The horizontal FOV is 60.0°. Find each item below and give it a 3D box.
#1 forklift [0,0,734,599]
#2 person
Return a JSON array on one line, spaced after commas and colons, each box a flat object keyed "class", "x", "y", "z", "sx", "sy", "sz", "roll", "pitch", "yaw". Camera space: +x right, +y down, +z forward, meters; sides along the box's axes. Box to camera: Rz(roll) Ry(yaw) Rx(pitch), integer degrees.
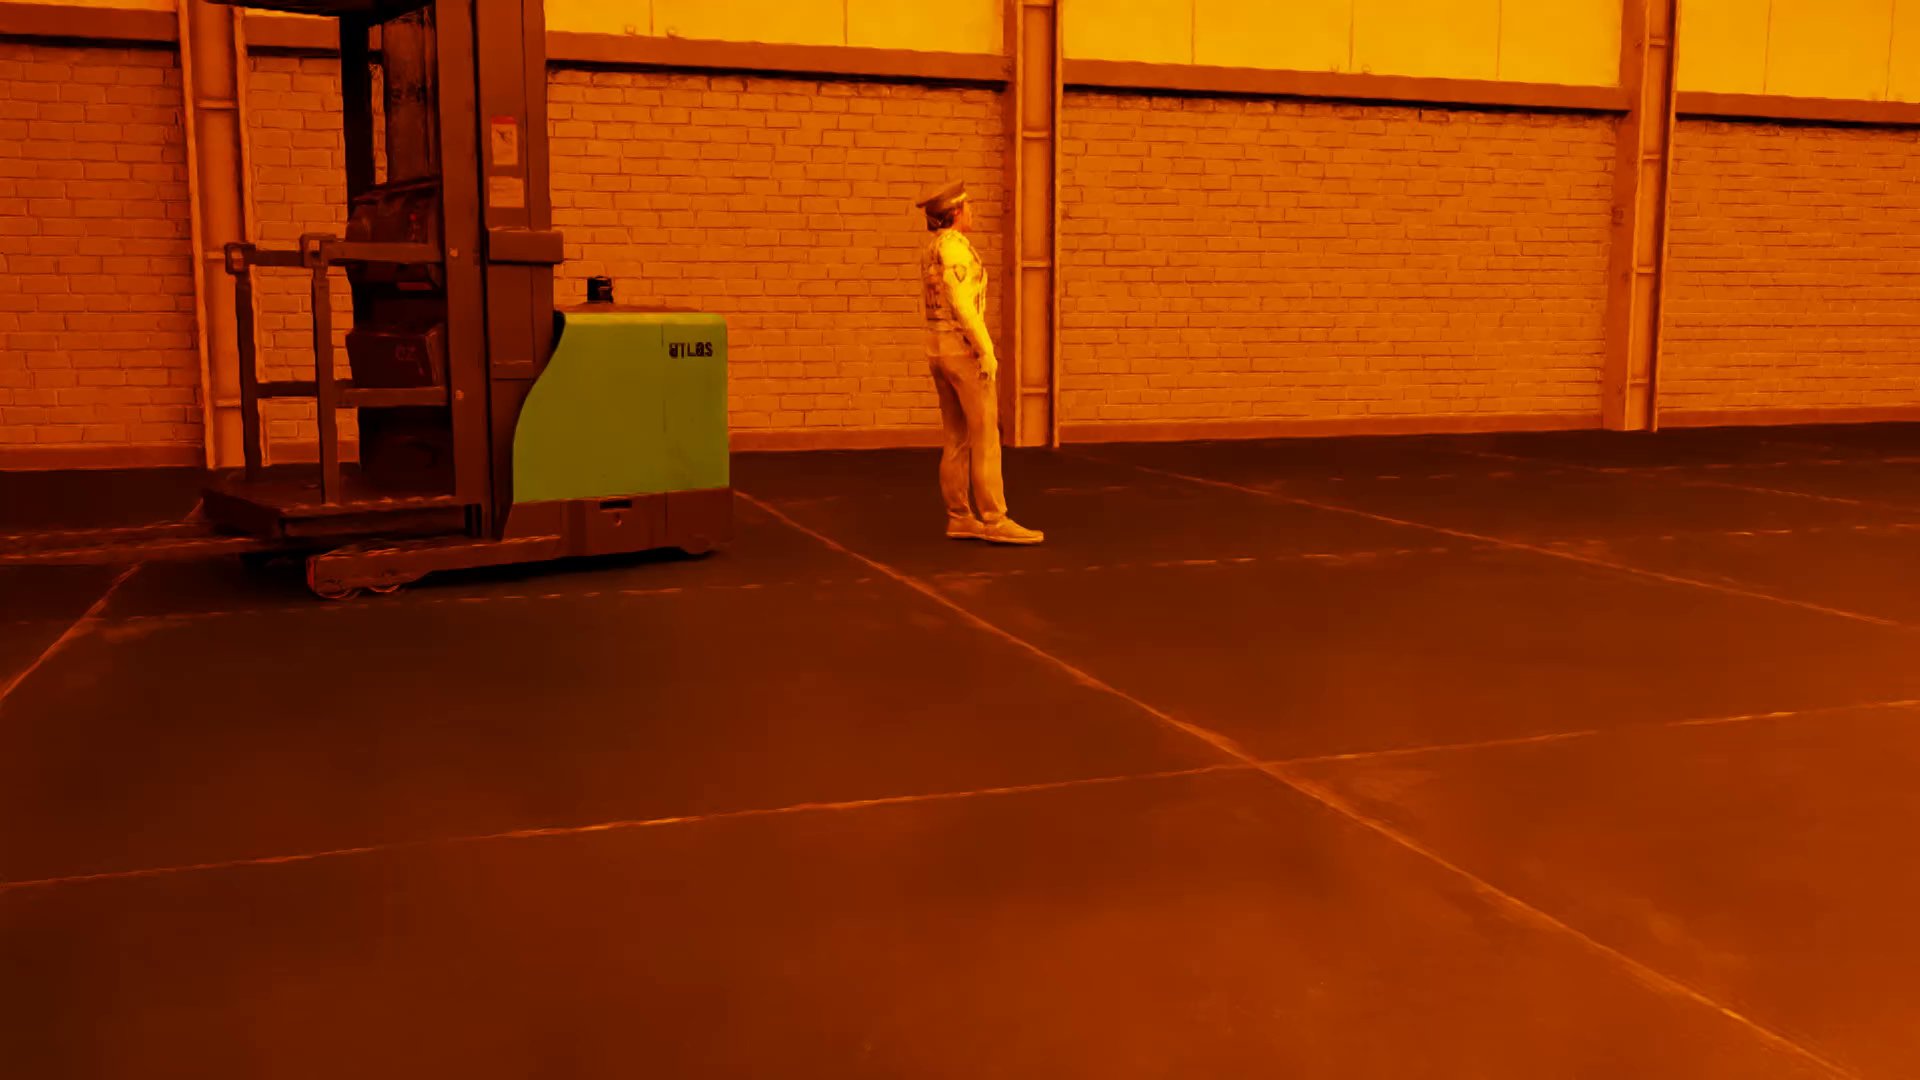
[{"class": "forklift", "x": -2.477, "y": -1.310, "z": 6.681, "sx": 3.031, "sy": 2.935, "sz": 1.130, "roll": -6, "pitch": 10, "yaw": -38}, {"class": "person", "x": 0.066, "y": -0.849, "z": 7.823, "sx": 0.533, "sy": 1.695, "sz": 0.586, "roll": -3, "pitch": 8, "yaw": -18}]
